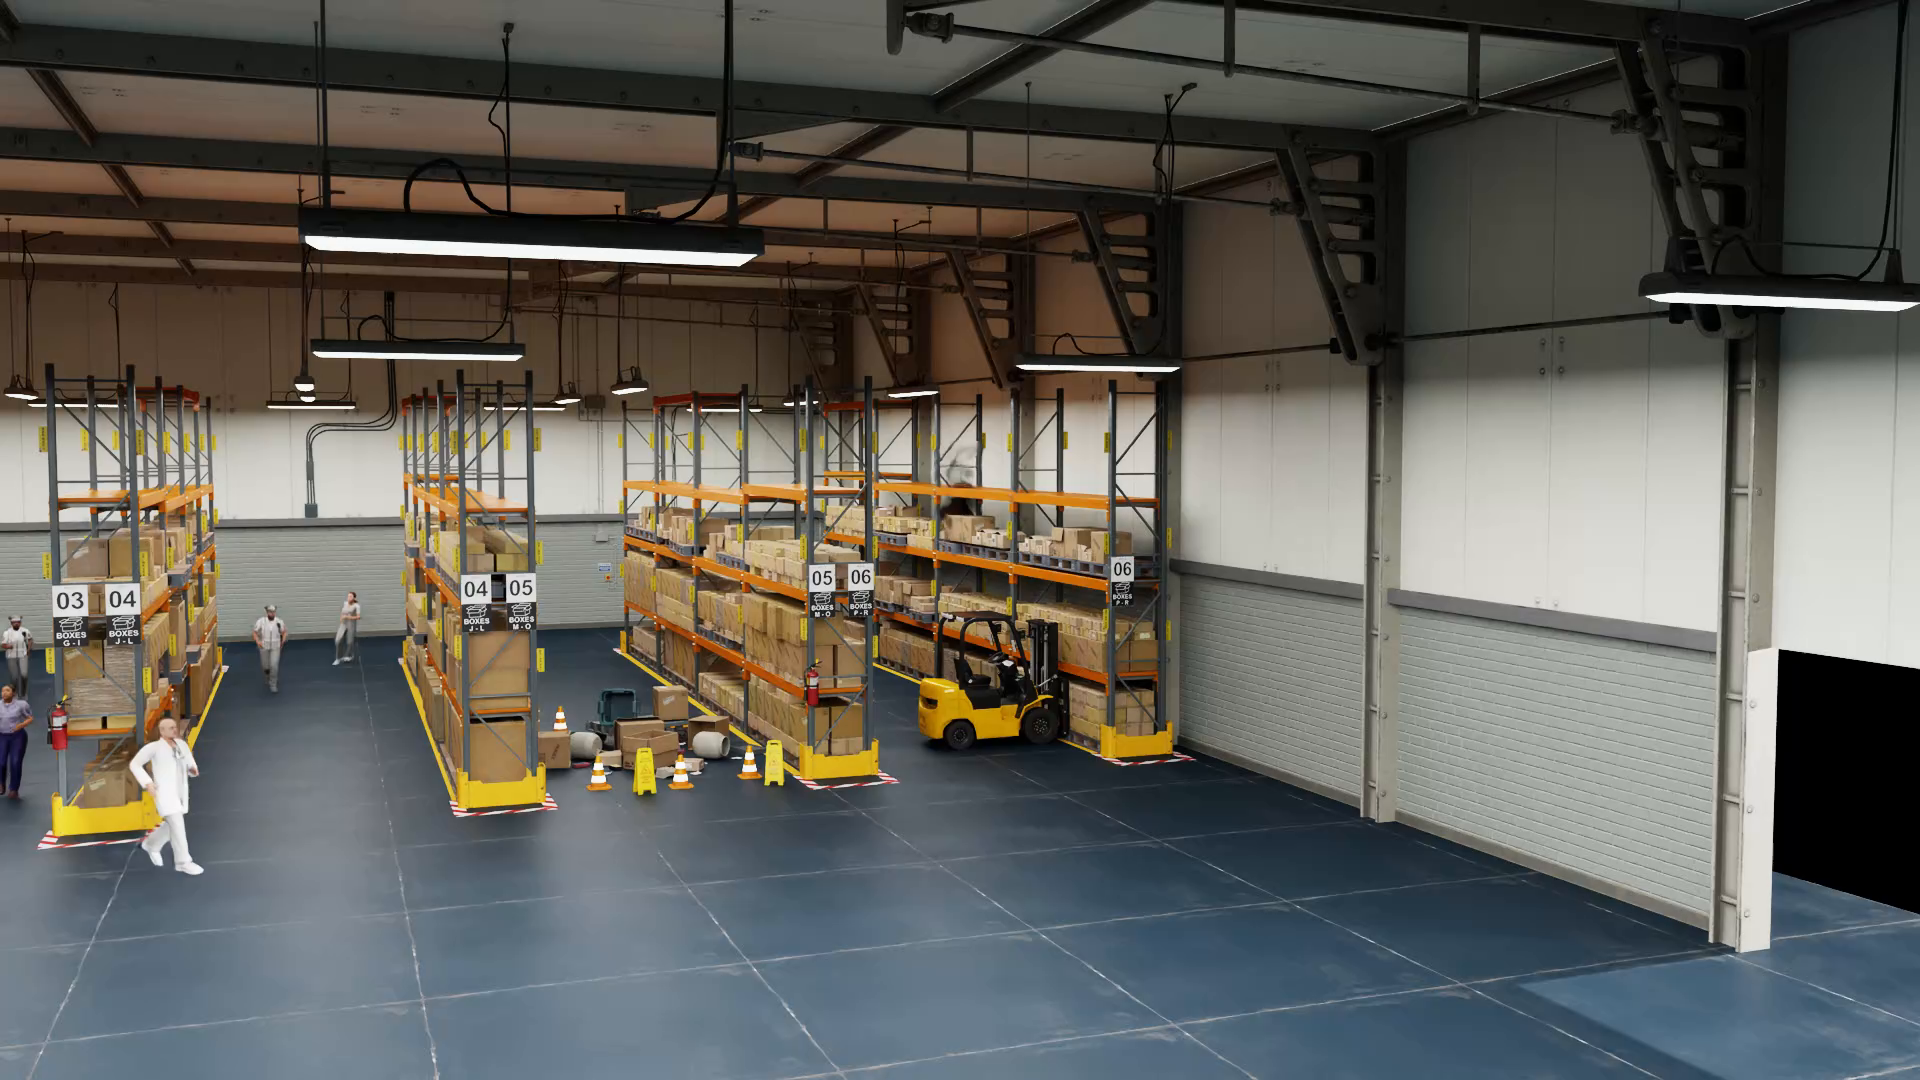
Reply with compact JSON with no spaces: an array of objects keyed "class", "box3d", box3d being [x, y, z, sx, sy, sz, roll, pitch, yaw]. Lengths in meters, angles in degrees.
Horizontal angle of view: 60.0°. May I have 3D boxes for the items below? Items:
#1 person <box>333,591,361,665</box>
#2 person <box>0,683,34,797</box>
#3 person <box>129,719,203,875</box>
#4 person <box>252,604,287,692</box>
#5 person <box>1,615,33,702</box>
[{"class":"person","box3d":[-13.797,1.993,37.636,0.636,1.688,0.694,0,3,7]},{"class":"person","box3d":[-13.364,2.825,23.398,0.588,1.613,0.574,-1,4,-20]},{"class":"person","box3d":[-9.197,2.957,19.334,0.993,1.774,0.713,1,4,19]},{"class":"person","box3d":[-13.972,2.170,33.690,0.658,1.764,0.619,-2,4,-25]},{"class":"person","box3d":[-18.205,2.298,32.123,0.531,1.733,0.738,-2,4,-30]}]
